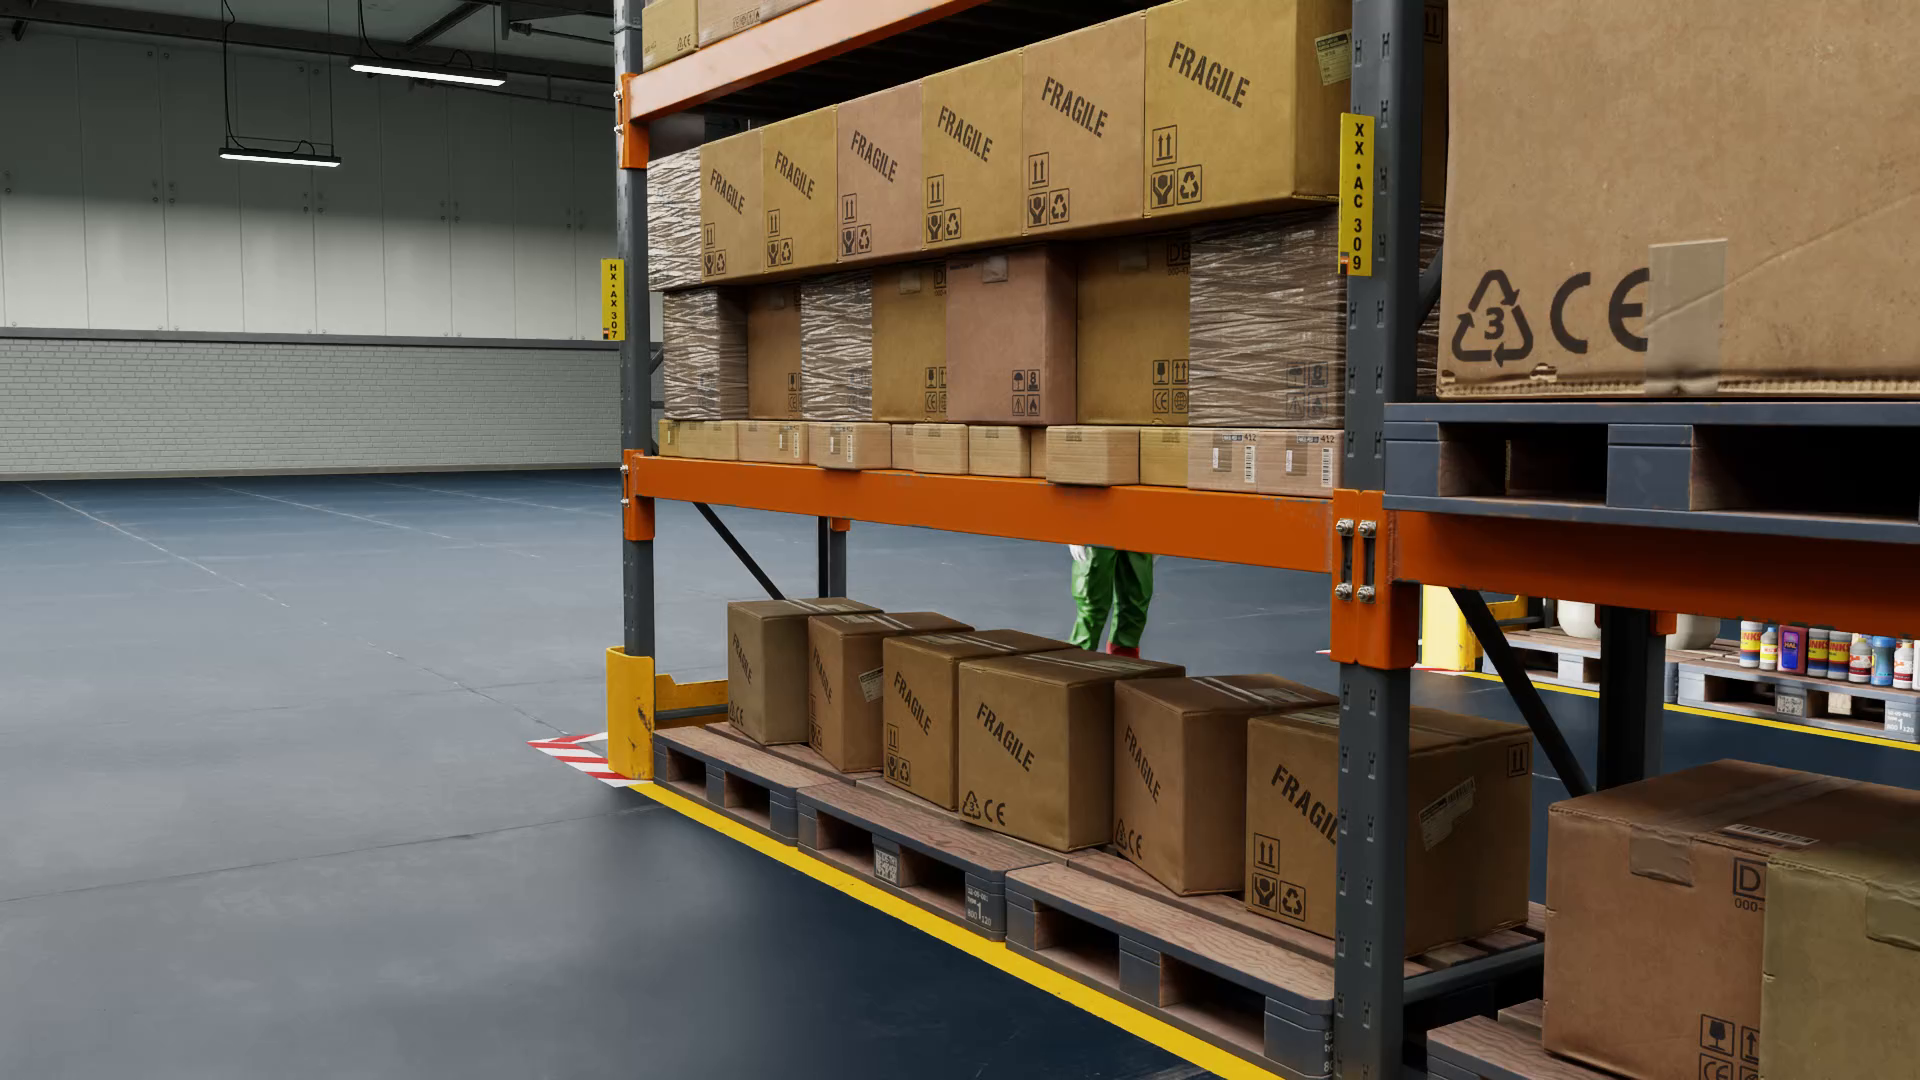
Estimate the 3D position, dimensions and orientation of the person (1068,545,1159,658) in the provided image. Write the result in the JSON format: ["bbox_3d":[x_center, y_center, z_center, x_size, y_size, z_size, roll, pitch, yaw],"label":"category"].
[{"bbox_3d":[0.733,-0.023,7.997,0.524,1.797,0.341,-3,5,-32],"label":"person"}]
